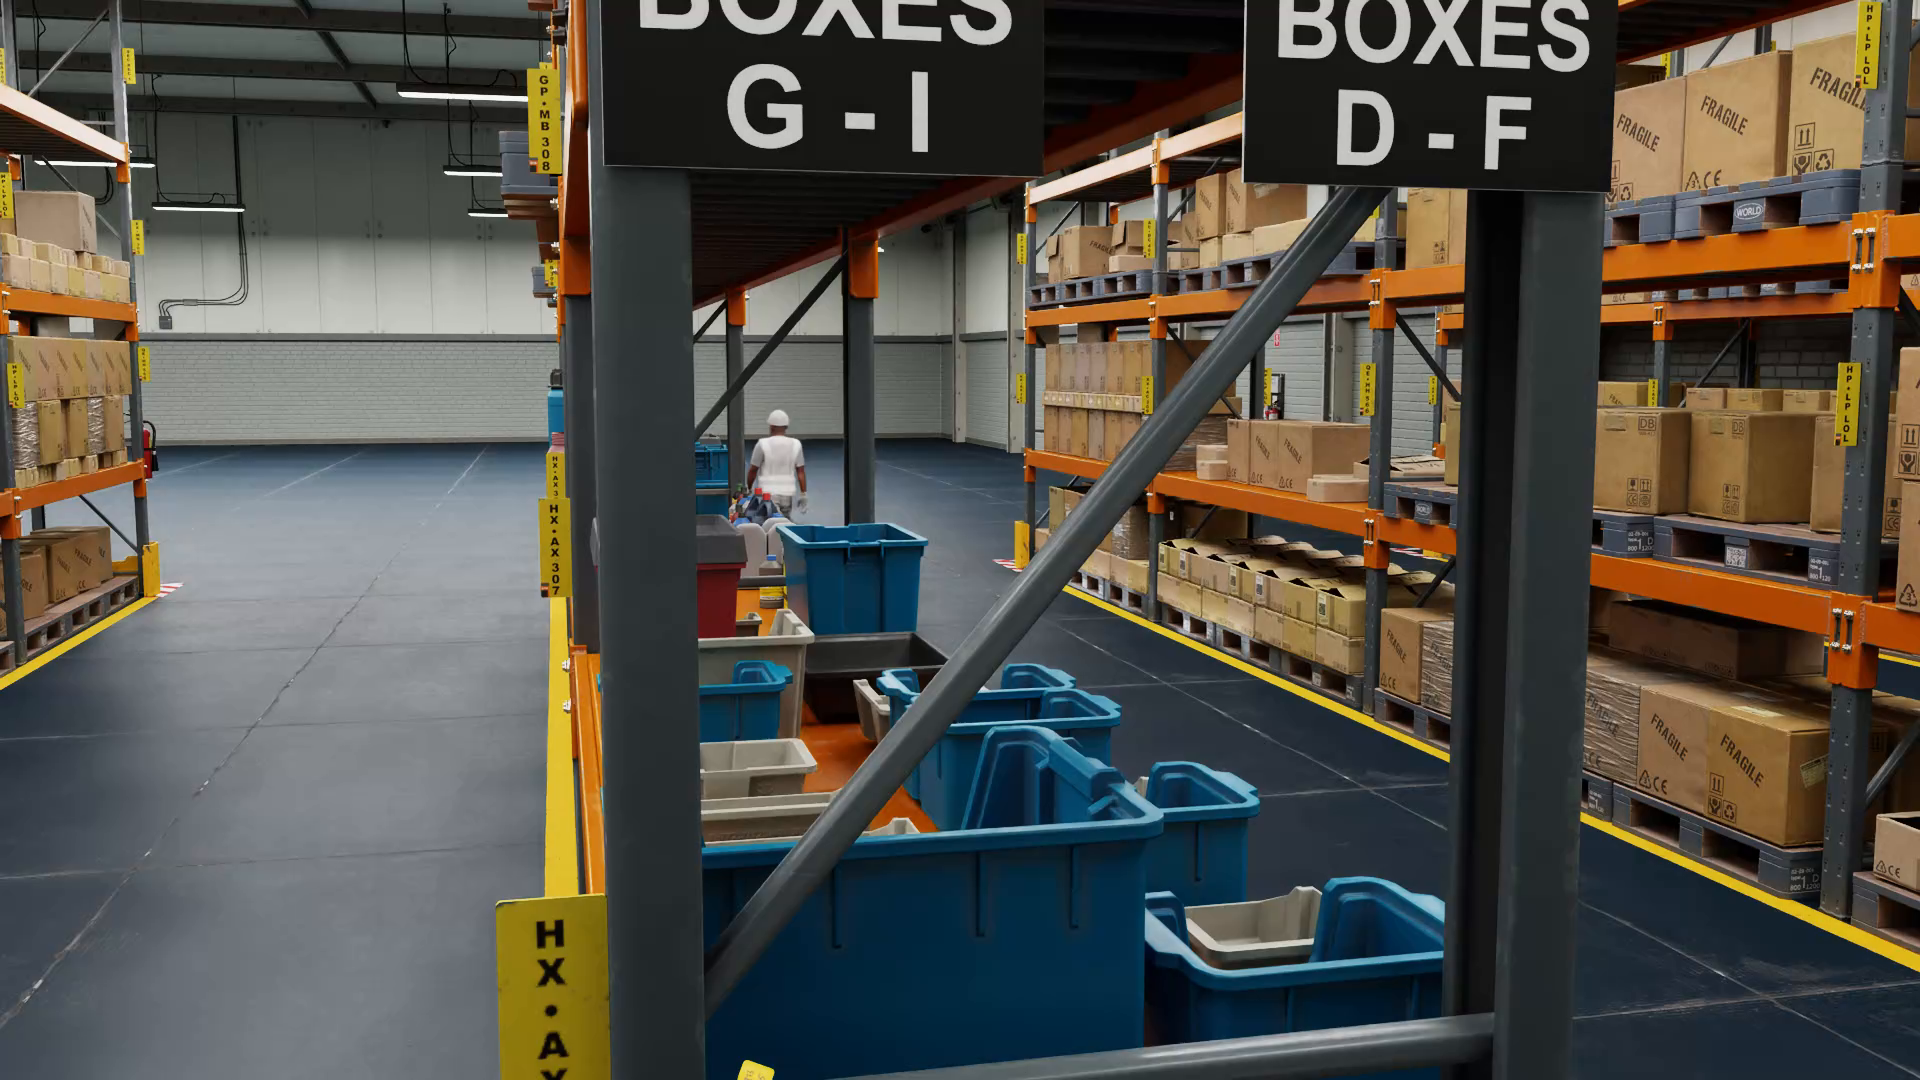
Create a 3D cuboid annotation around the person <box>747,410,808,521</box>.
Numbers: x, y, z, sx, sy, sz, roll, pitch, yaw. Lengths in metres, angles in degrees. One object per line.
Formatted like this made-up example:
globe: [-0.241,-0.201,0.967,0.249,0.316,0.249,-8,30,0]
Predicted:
person: [-1.931,-0.483,17.408,0.603,1.746,1.038,-3,7,-28]
